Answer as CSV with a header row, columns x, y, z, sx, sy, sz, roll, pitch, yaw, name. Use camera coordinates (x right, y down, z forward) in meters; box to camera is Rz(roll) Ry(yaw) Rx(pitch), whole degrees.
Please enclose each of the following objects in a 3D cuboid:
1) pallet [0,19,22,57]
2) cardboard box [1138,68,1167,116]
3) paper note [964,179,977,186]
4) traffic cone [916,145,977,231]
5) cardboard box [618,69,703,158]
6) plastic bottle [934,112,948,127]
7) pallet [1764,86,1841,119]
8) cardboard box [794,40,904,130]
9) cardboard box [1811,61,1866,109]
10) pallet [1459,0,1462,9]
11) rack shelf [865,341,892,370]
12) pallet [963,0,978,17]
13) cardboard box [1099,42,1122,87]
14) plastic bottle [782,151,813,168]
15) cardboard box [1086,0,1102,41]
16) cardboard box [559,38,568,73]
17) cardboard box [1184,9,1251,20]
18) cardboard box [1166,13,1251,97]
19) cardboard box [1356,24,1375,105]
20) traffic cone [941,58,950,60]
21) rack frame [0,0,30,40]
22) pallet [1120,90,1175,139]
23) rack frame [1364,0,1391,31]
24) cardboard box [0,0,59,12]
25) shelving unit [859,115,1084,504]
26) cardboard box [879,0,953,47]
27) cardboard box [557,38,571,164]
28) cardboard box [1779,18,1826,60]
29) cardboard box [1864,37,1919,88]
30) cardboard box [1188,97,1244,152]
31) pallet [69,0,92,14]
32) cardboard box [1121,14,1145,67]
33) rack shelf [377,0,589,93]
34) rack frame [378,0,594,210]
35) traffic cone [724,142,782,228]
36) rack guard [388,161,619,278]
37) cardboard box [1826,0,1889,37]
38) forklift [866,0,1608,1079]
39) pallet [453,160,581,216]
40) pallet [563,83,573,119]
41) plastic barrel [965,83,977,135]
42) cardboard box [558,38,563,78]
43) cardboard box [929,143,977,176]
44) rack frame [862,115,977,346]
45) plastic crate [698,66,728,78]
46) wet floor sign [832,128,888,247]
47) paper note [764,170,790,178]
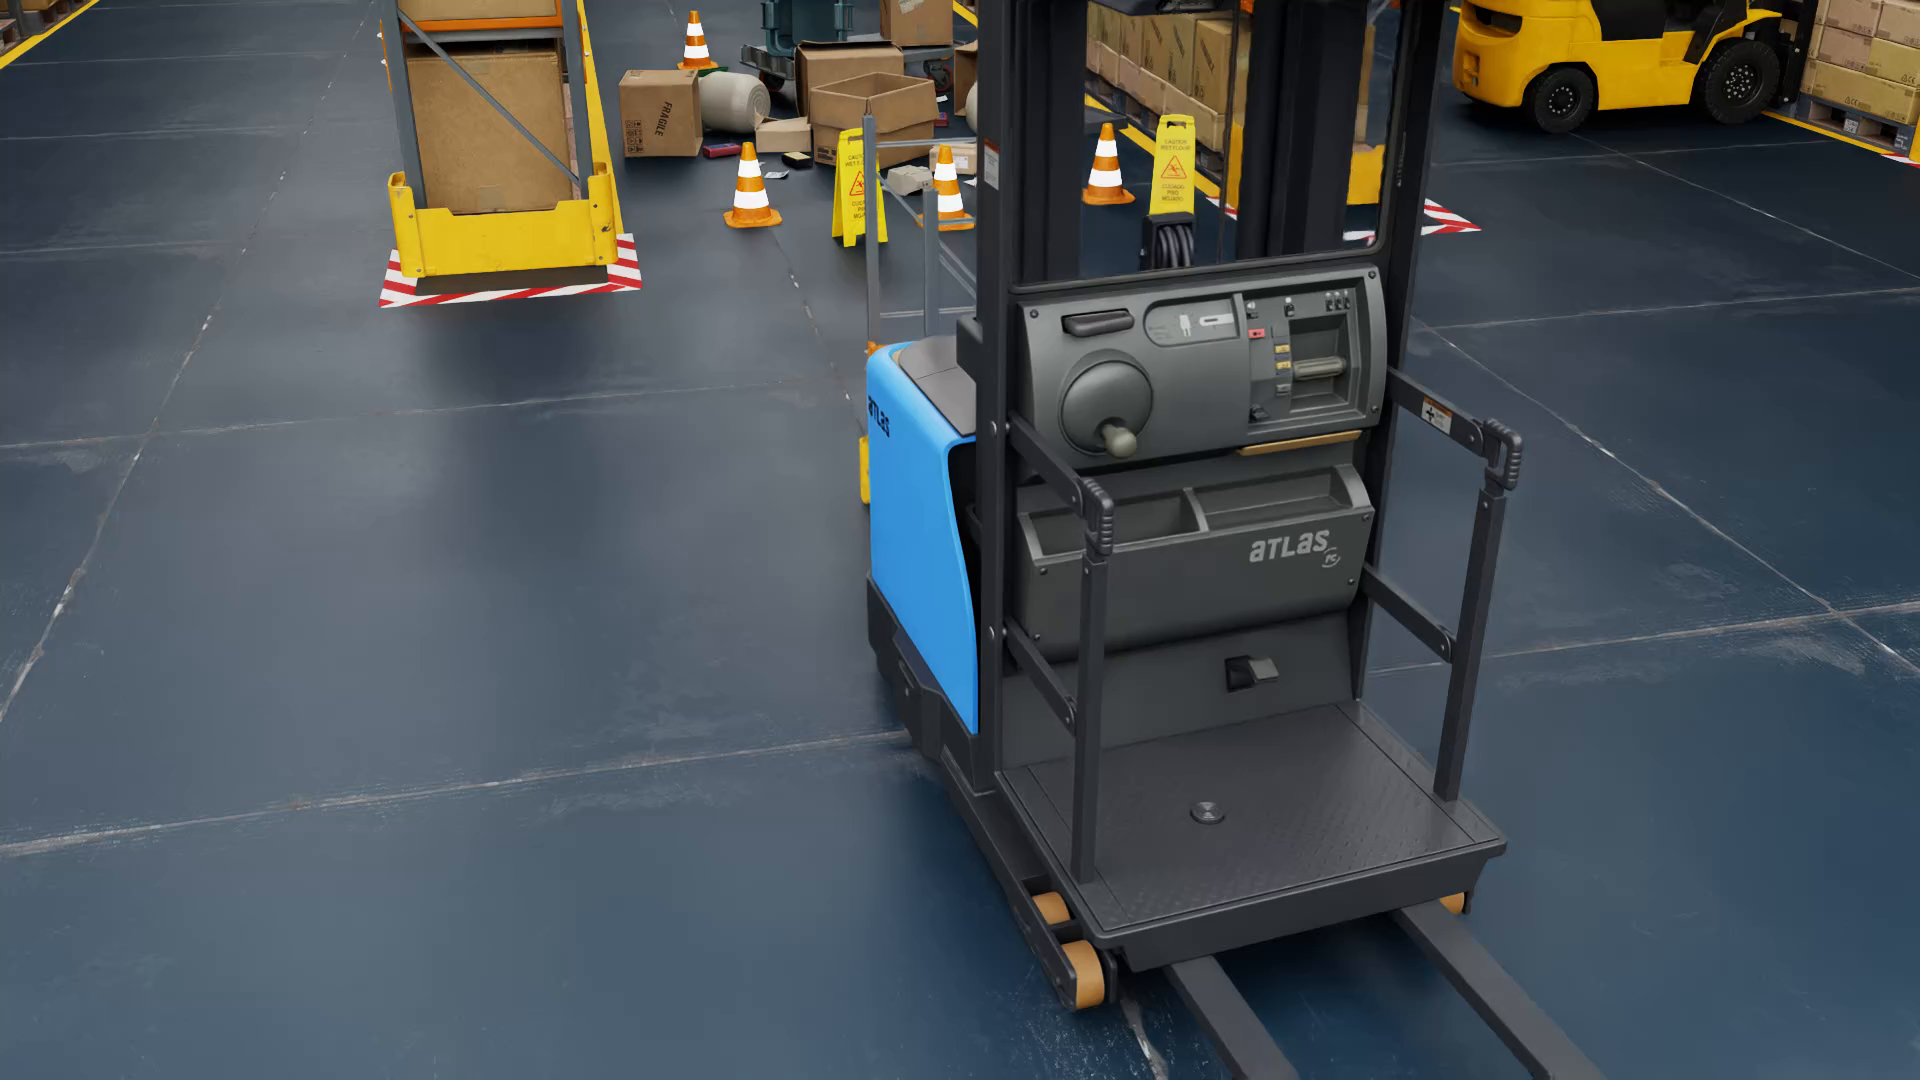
x,y,z,sx,sy,sz,roll,pitch,yaw,name
-9.008,-4.377,14.688,1.003,0.211,1.213,-6,27,-12,pallet
1.598,-3.204,11.855,0.500,0.250,0.500,-7,28,-13,cardboard box
0.123,-2.347,10.866,0.148,0.019,0.142,-16,31,-29,paper note
-0.083,-2.123,9.942,0.336,0.463,0.334,-6,27,-12,traffic cone
-2.077,-2.976,11.589,0.500,0.500,0.500,-1,27,-3,cardboard box
-0.163,-3.147,12.416,0.133,0.061,0.283,-1,27,-3,plastic bottle
6.626,-3.586,13.121,1.003,0.211,1.213,-6,27,-12,pallet
-0.806,-3.329,12.137,0.797,0.637,0.503,-6,27,-12,cardboard box
6.594,-3.318,12.081,0.500,0.250,0.500,-6,27,-12,cardboard box
5.726,-5.332,16.580,1.003,0.211,1.213,-6,27,-12,pallet
0.016,-0.475,5.925,0.538,0.185,1.000,-6,27,-12,rack shelf
0.647,-5.383,16.681,1.003,0.211,1.213,-6,27,-12,pallet
1.375,-3.656,12.749,0.500,0.250,0.500,-4,27,-9,cardboard box
-1.124,-2.595,11.323,0.133,0.061,0.283,-16,31,-29,plastic bottle
1.244,-4.224,13.042,0.500,0.500,0.500,-5,27,-9,cardboard box
-3.654,-4.115,13.104,1.050,0.750,0.750,-6,27,-12,cardboard box
1.692,-3.523,10.935,0.380,0.149,0.250,-5,27,-10,cardboard box
1.720,-3.308,11.228,0.500,0.500,0.500,-5,27,-10,cardboard box
2.357,-3.147,10.909,0.500,0.500,0.500,-7,28,-13,cardboard box
-0.270,-4.485,14.622,0.336,0.463,0.334,-6,27,-12,traffic cone
-9.183,-5.965,14.739,1.000,3.000,0.127,-6,27,-12,rack frame
1.838,-3.143,12.242,1.003,0.211,1.213,-6,27,-12,pallet
2.275,-3.459,9.775,1.000,3.000,0.127,-6,27,-12,rack frame
-9.318,-5.509,15.728,1.225,0.875,0.875,-7,28,-14,cardboard box
0.013,-0.639,5.852,0.587,1.500,1.083,-6,27,-12,shelving unit
-0.354,-4.244,13.262,0.500,0.500,0.500,-6,27,-12,cardboard box
-2.942,-2.828,10.417,0.875,0.875,0.875,-6,27,-12,cardboard box
6.457,-3.776,12.433,0.500,0.250,0.500,-7,28,-13,cardboard box
6.696,-3.330,11.549,0.500,0.250,0.500,-6,27,-12,cardboard box
1.825,-2.757,10.970,0.500,0.250,0.500,-6,27,-12,cardboard box
-9.559,-5.608,17.127,1.003,0.211,1.213,-6,27,-12,pallet
1.491,-3.762,12.128,0.500,0.500,0.500,-5,27,-9,cardboard box
-2.975,-3.469,10.593,1.077,0.370,4.000,-6,27,-12,rack shelf
-2.525,-2.912,8.691,1.000,3.000,0.127,-6,27,-12,rack frame
-1.261,-2.157,10.010,0.336,0.463,0.334,-6,27,-12,traffic cone
-2.519,-1.786,9.233,1.175,0.500,0.348,-6,27,-12,rack guard
6.582,-3.765,11.857,0.500,0.250,0.500,-5,27,-11,cardboard box
0.664,-0.384,3.759,1.130,2.935,3.031,-9,28,-17,forklift
-2.781,-2.011,9.999,1.003,0.211,1.213,-6,27,-12,pallet
-3.331,-3.082,12.121,1.003,0.211,1.213,-6,27,-12,pallet
0.335,-3.062,11.847,0.512,0.421,0.421,13,30,24,plastic barrel
-3.353,-3.624,11.993,0.875,0.875,0.875,-6,27,-11,cardboard box
0.012,-2.557,11.150,0.380,0.149,0.250,8,28,15,cardboard box
-0.102,-0.858,6.286,0.500,1.500,0.032,-6,27,-12,rack frame
-2.111,-3.495,12.903,0.450,0.188,0.662,-2,25,20,plastic crate
-0.589,-2.050,9.595,0.267,0.644,0.232,-11,29,-20,wet floor sign
-1.215,-2.429,11.030,0.144,0.017,0.142,3,27,6,paper note
